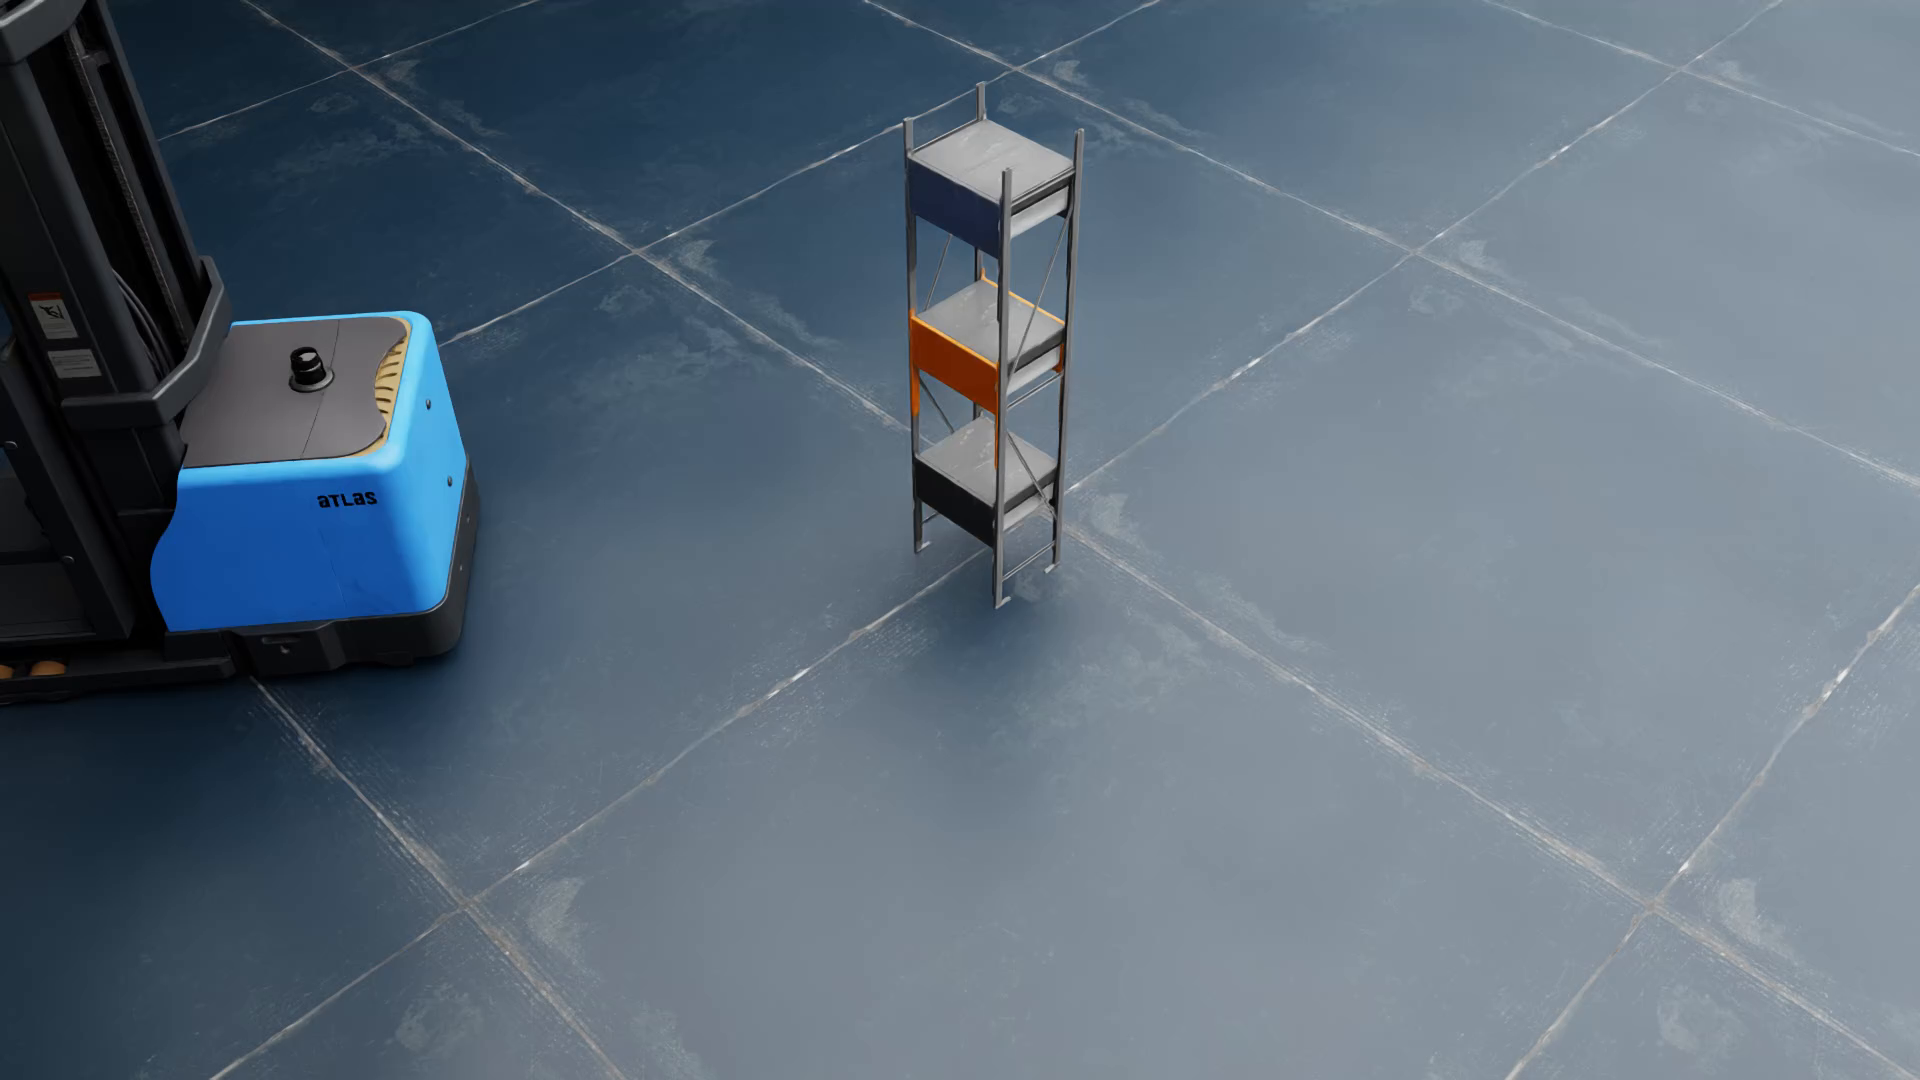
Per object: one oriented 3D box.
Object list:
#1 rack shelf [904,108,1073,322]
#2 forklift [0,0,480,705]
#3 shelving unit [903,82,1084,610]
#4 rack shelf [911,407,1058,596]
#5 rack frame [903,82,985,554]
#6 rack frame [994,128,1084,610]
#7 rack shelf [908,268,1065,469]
[{"bbox_3d":[0.117,-1.196,6.103,0.431,0.518,0.480,-34,53,-31],"label":"rack shelf"},{"bbox_3d":[-3.607,-0.797,6.071,3.031,2.935,1.130,-4,43,-5],"label":"forklift"},{"bbox_3d":[0.117,-0.692,6.569,0.431,2.100,0.503,-34,53,-31],"label":"shelving unit"},{"bbox_3d":[0.117,-0.167,7.053,0.431,0.518,0.480,-34,53,-31],"label":"rack shelf"},{"bbox_3d":[-0.055,-0.809,6.696,0.400,2.100,0.015,-34,53,-31],"label":"rack frame"},{"bbox_3d":[0.289,-0.574,6.442,0.400,2.100,0.015,-34,53,-31],"label":"rack frame"},{"bbox_3d":[0.117,-0.682,6.578,0.431,0.518,0.480,-34,53,-31],"label":"rack shelf"}]
